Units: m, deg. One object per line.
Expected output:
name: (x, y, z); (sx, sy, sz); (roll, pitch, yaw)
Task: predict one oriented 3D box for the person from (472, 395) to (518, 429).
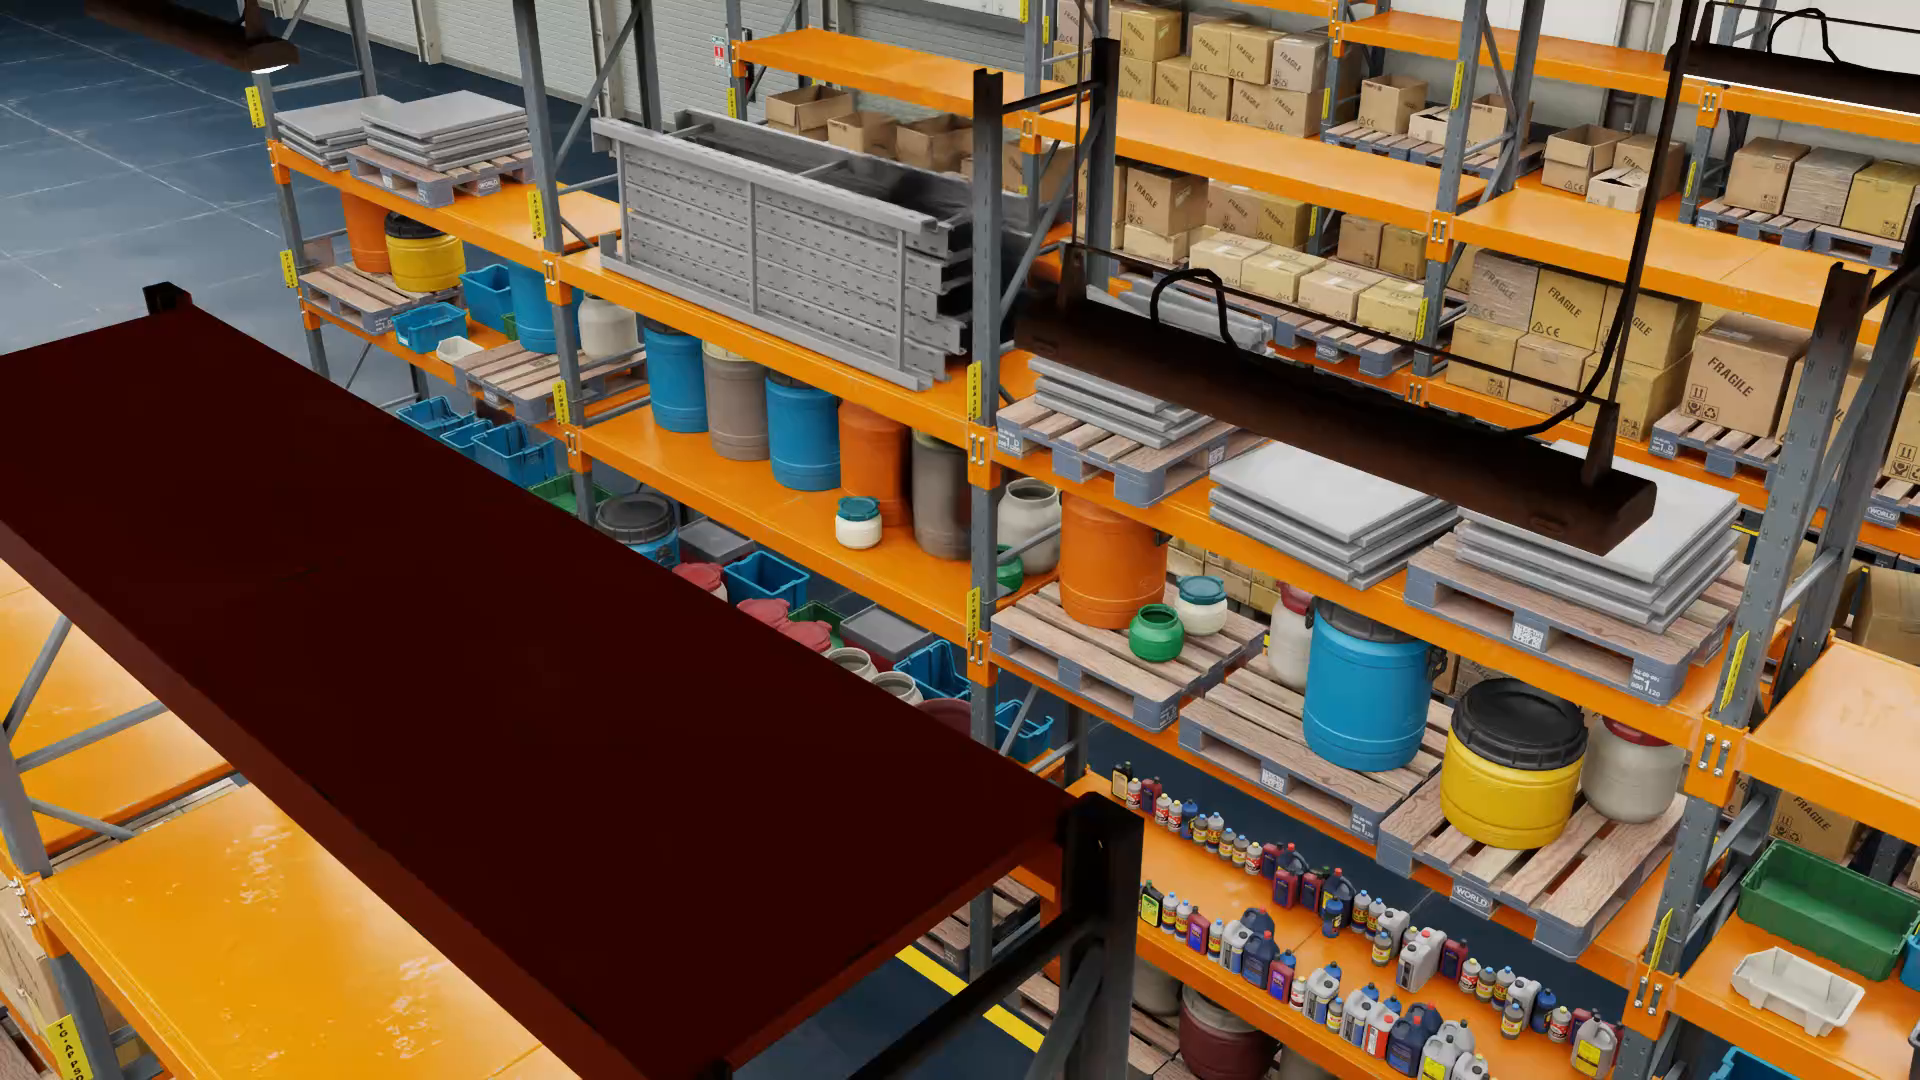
person: (-4.468, -1.096, 16.446); (0.704, 1.827, 0.678); (6, 30, 11)
